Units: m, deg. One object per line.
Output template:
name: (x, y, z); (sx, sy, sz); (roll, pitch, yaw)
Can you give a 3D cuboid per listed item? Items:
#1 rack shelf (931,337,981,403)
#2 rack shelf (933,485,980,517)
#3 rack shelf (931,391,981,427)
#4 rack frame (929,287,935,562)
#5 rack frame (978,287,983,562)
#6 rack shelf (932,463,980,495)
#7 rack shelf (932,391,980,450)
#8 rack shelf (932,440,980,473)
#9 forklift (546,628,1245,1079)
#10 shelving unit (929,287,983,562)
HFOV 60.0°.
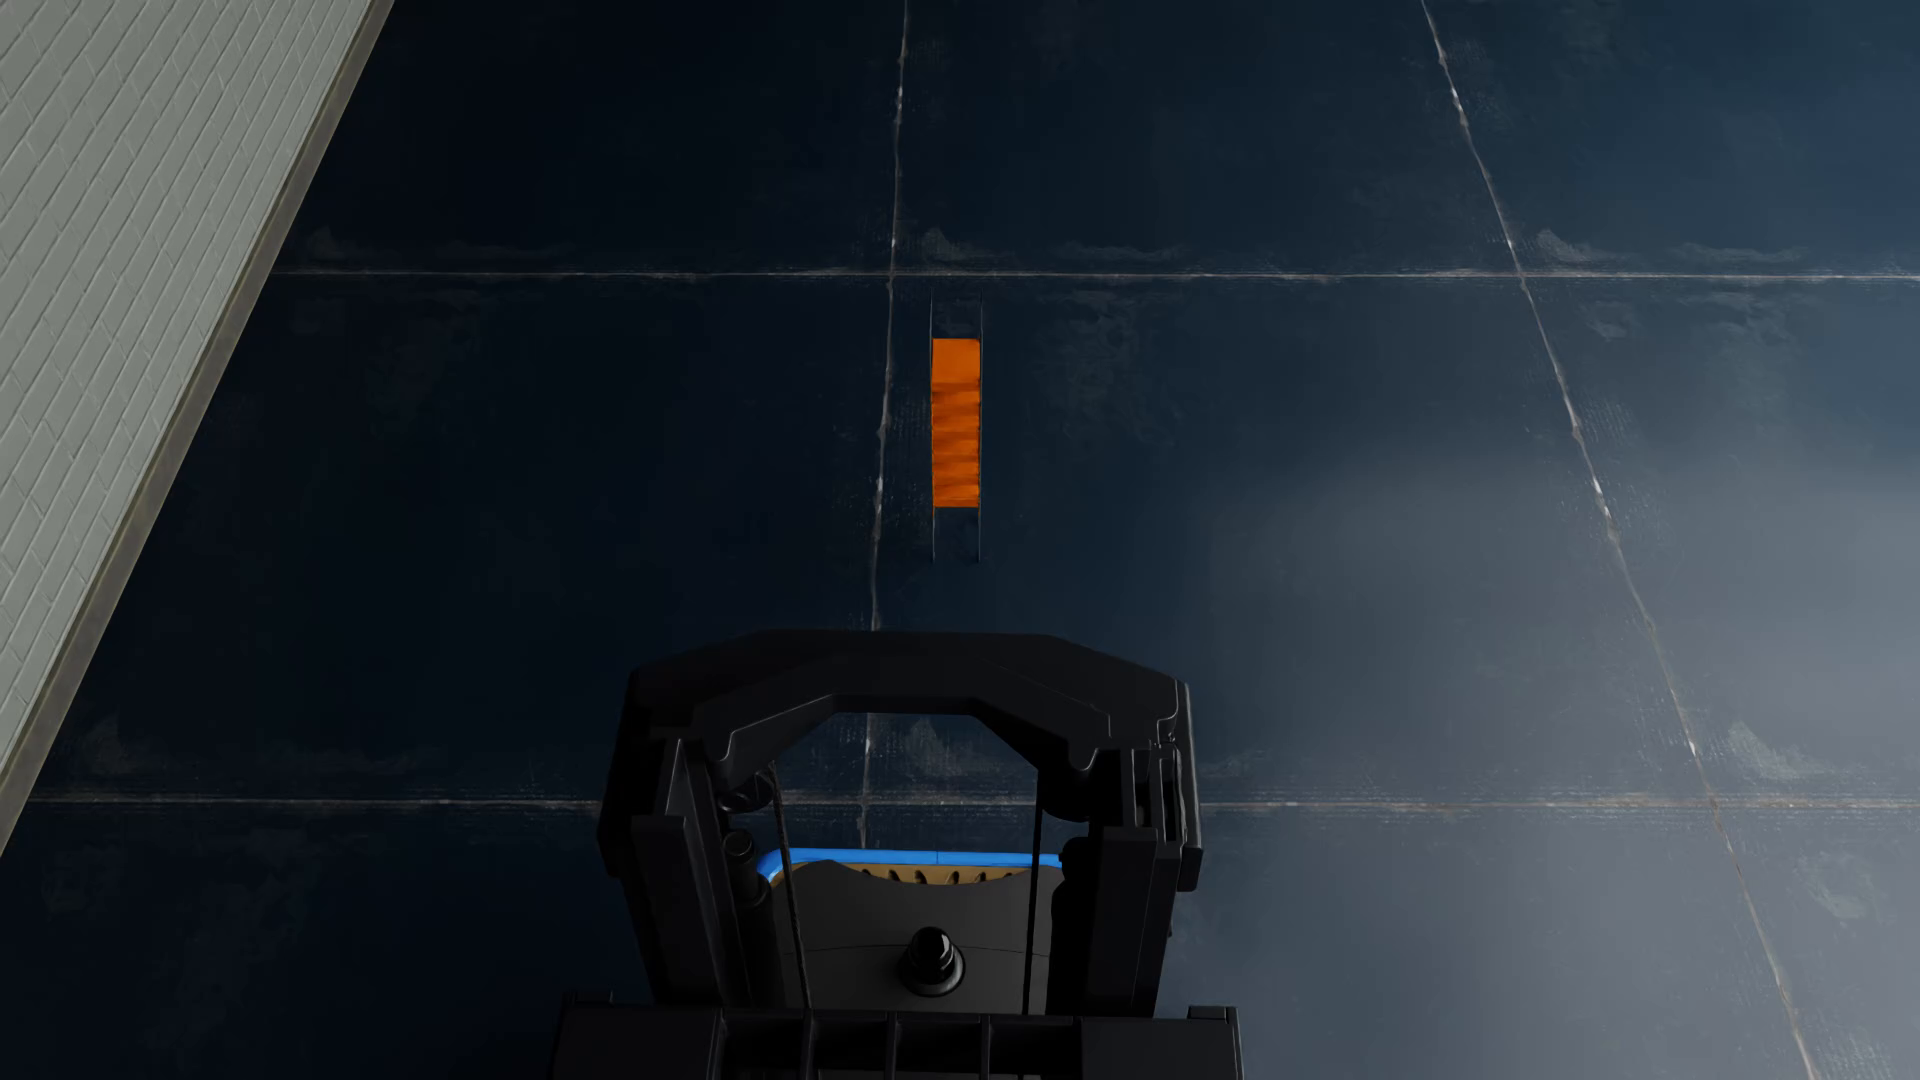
rack shelf: (-0.014, -0.624, 6.080); (0.180, 0.103, 0.258); (0, 47, 0)
rack shelf: (-0.014, -0.215, 6.519); (0.180, 0.103, 0.258); (0, 47, 0)
rack shelf: (-0.014, -0.542, 6.168); (0.180, 0.103, 0.258); (0, 47, 0)
rack frame: (-0.106, -0.409, 6.311); (0.006, 1.200, 0.240); (0, 47, 0)
rack frame: (0.077, -0.409, 6.311); (0.006, 1.200, 0.240); (0, 47, 0)
rack shelf: (-0.014, -0.297, 6.431); (0.180, 0.103, 0.258); (0, 47, 0)
rack shelf: (-0.014, -0.460, 6.256); (0.180, 0.103, 0.258); (0, 47, 0)
rack shelf: (-0.014, -0.379, 6.343); (0.180, 0.103, 0.258); (0, 47, 0)
forklift: (-0.105, 1.658, 3.205); (1.130, 2.935, 3.031); (1, 47, 1)
shelving unit: (-0.014, -0.409, 6.311); (0.189, 1.200, 0.258); (0, 47, 0)
